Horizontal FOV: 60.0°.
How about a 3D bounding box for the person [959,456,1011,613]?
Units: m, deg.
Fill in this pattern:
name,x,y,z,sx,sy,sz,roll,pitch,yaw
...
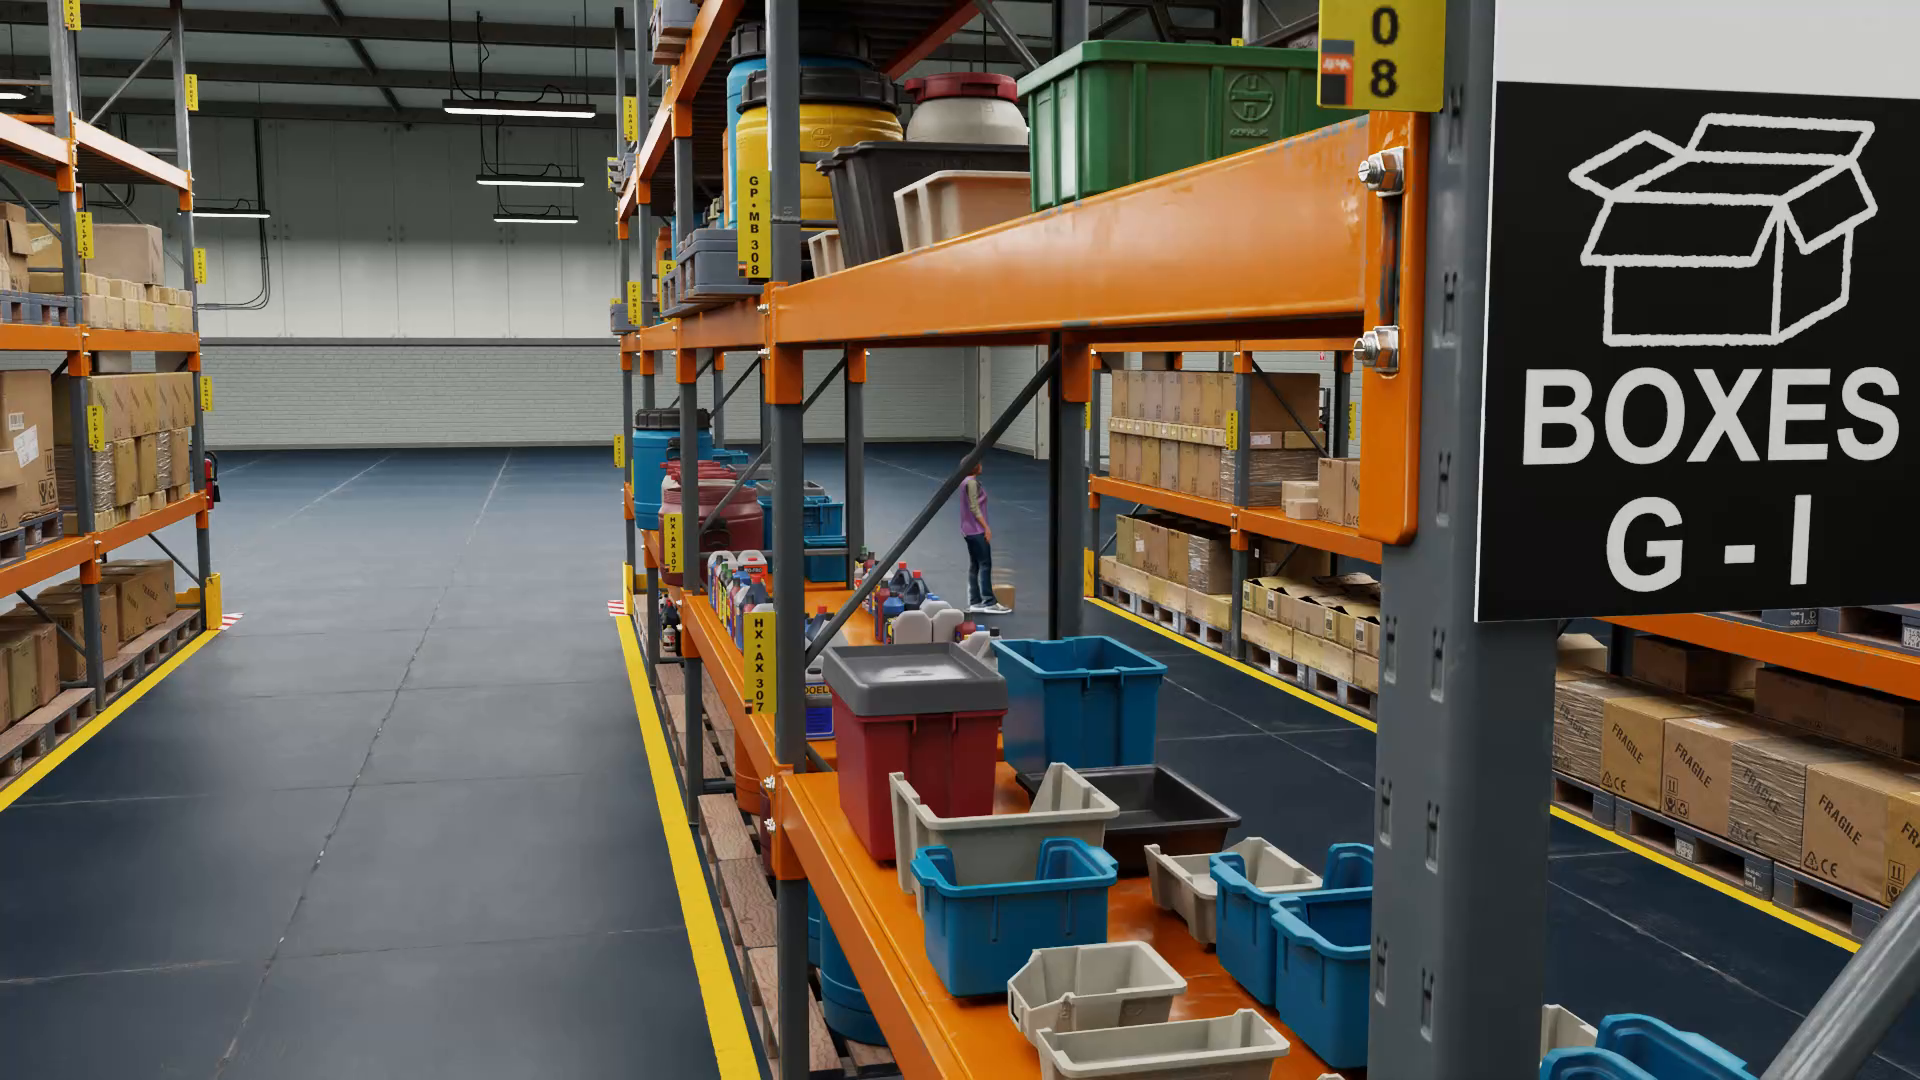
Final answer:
name,x,y,z,sx,sy,sz,roll,pitch,yaw
person,0.240,-0.069,16.917,0.474,1.597,0.518,-2,7,-14
